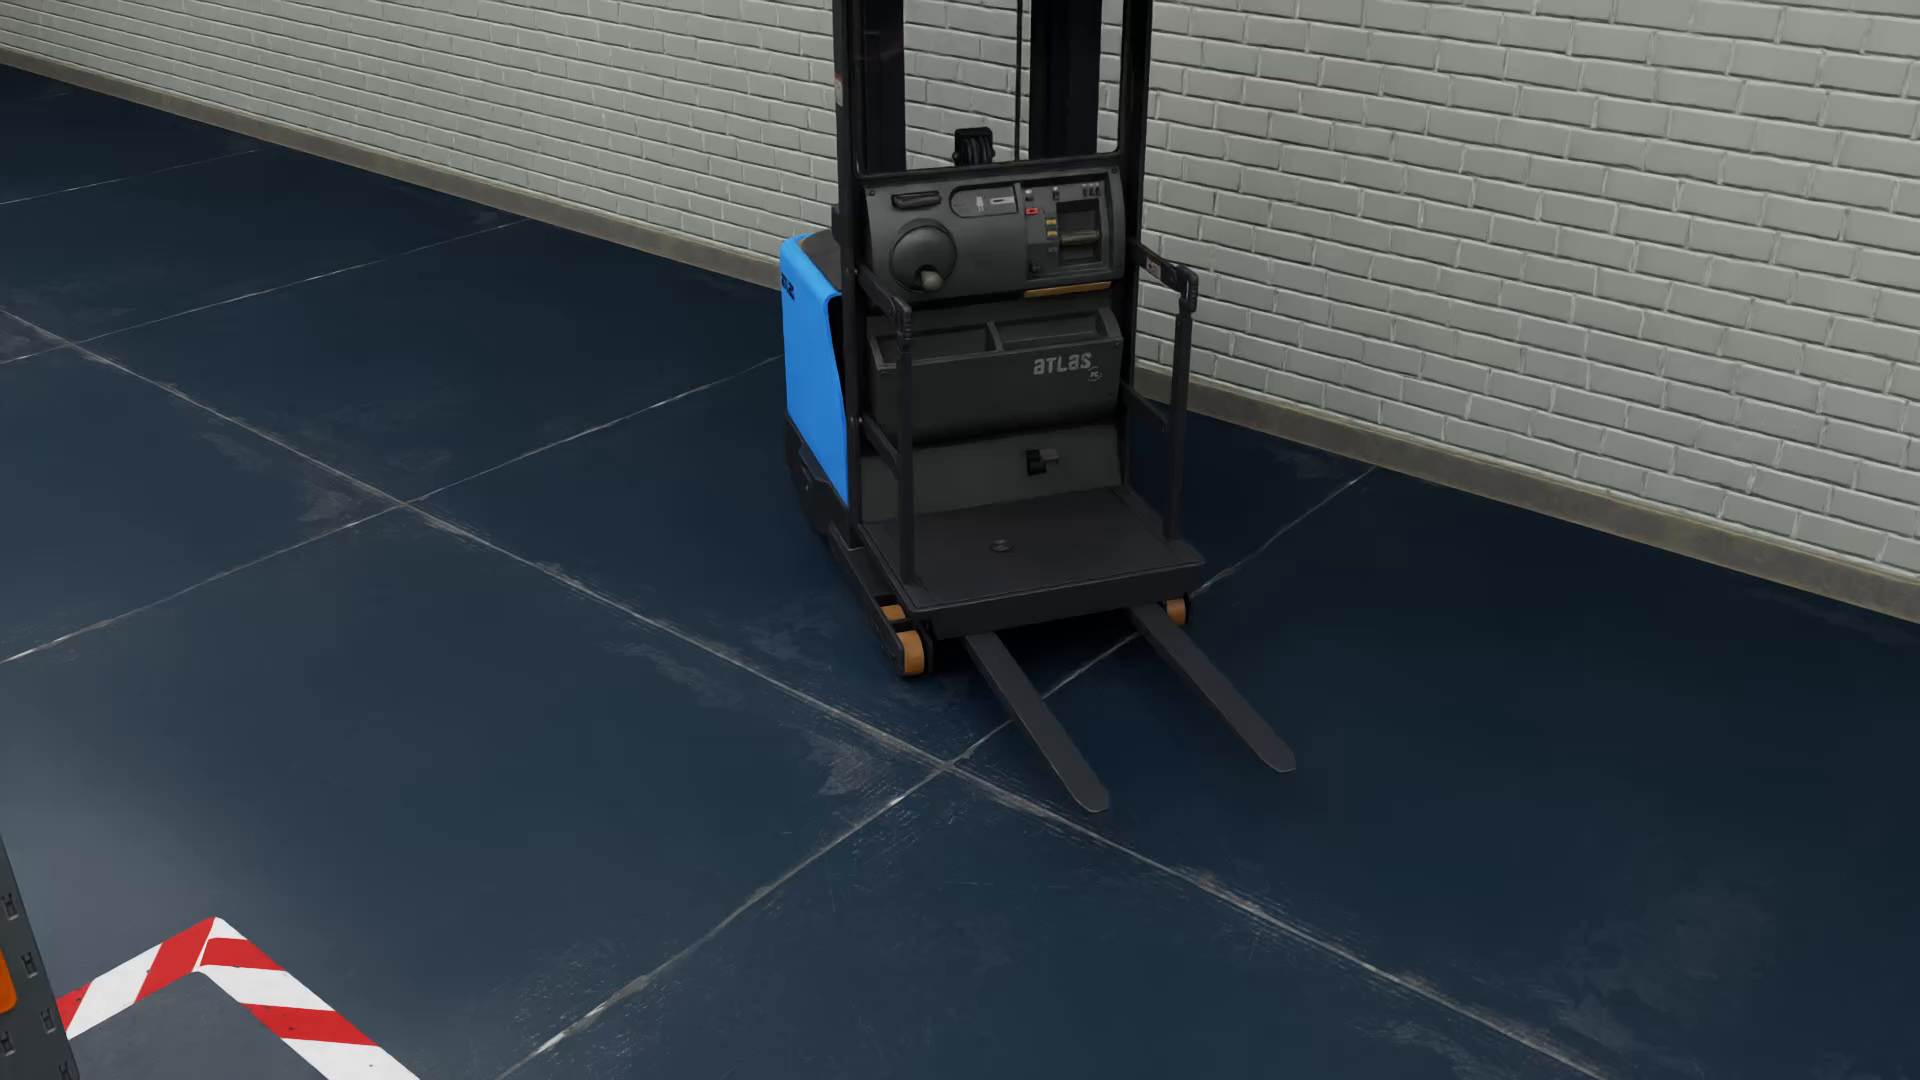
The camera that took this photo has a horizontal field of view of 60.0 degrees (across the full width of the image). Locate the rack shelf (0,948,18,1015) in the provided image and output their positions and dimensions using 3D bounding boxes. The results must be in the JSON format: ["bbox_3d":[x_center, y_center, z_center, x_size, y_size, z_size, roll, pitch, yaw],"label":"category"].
[{"bbox_3d":[-3.383,1.242,1.867,1.077,0.370,4.000,21,34,34],"label":"rack shelf"}]

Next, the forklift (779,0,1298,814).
[{"bbox_3d":[0.201,-1.031,5.553,1.130,2.935,3.031,-9,29,-17],"label":"forklift"}]
